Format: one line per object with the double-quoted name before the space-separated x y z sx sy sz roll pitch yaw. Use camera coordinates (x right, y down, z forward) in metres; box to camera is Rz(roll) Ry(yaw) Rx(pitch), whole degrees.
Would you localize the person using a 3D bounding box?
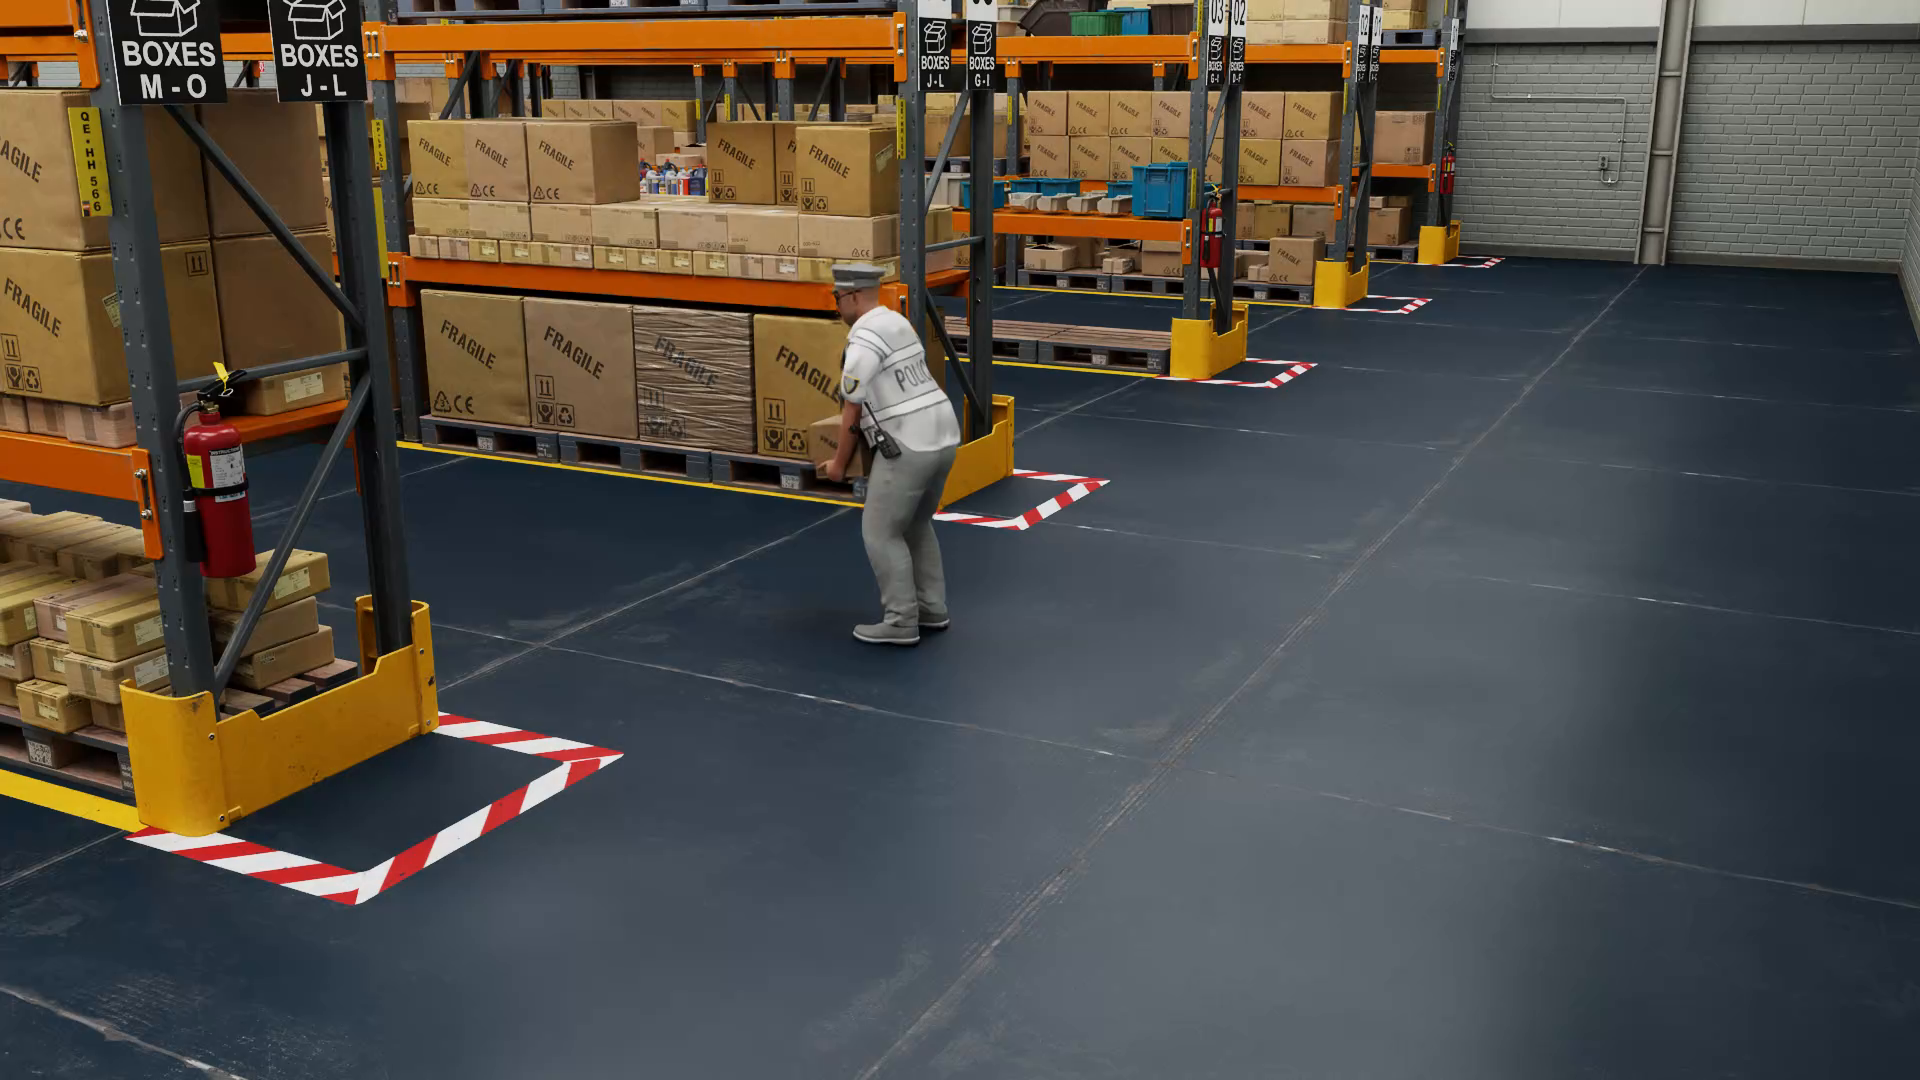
"person" -0.323 -0.389 7.506 0.615 1.704 0.475 7 17 25
